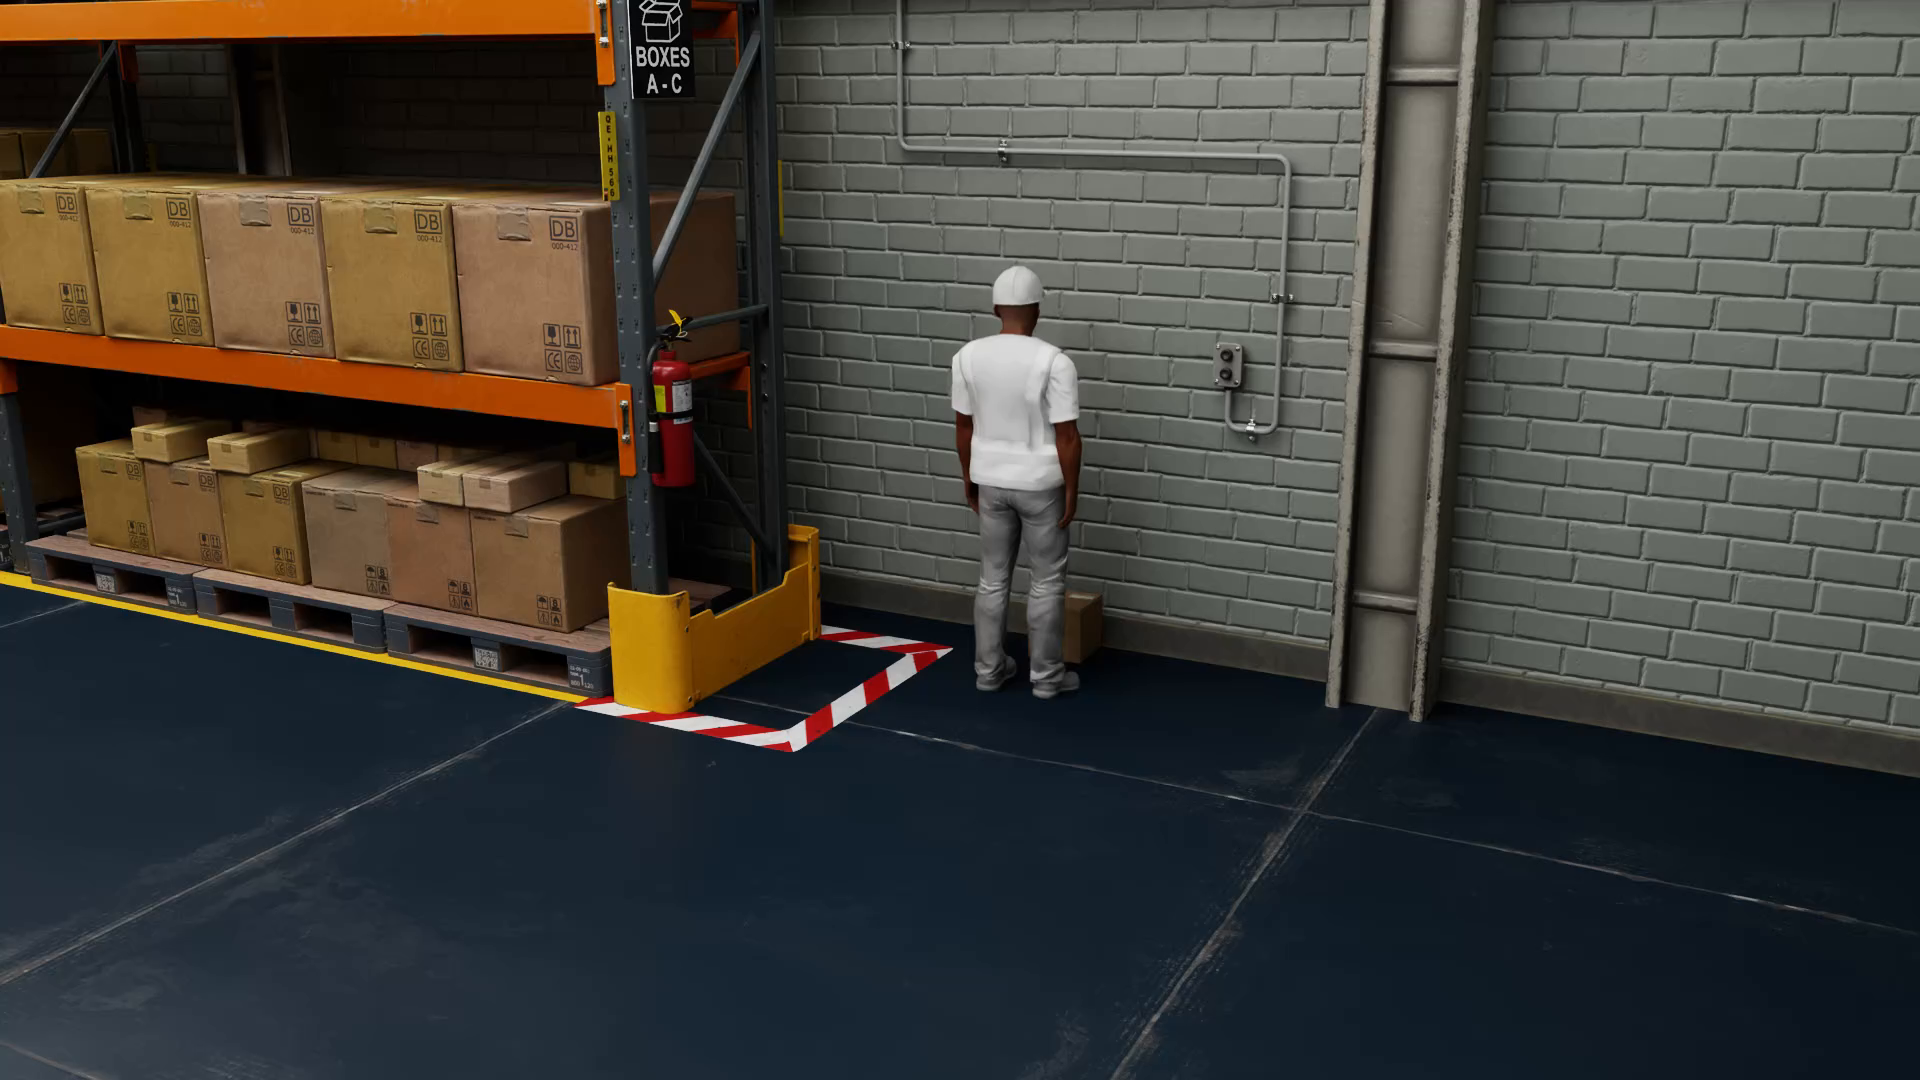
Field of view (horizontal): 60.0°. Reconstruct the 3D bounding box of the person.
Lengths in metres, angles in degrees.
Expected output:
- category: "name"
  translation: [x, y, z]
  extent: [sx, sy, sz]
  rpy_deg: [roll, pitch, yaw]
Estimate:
- category: "person"
  translation: [0.247, -0.229, 6.819]
  extent: [0.562, 1.777, 0.379]
  rpy_deg: [8, 18, 27]
